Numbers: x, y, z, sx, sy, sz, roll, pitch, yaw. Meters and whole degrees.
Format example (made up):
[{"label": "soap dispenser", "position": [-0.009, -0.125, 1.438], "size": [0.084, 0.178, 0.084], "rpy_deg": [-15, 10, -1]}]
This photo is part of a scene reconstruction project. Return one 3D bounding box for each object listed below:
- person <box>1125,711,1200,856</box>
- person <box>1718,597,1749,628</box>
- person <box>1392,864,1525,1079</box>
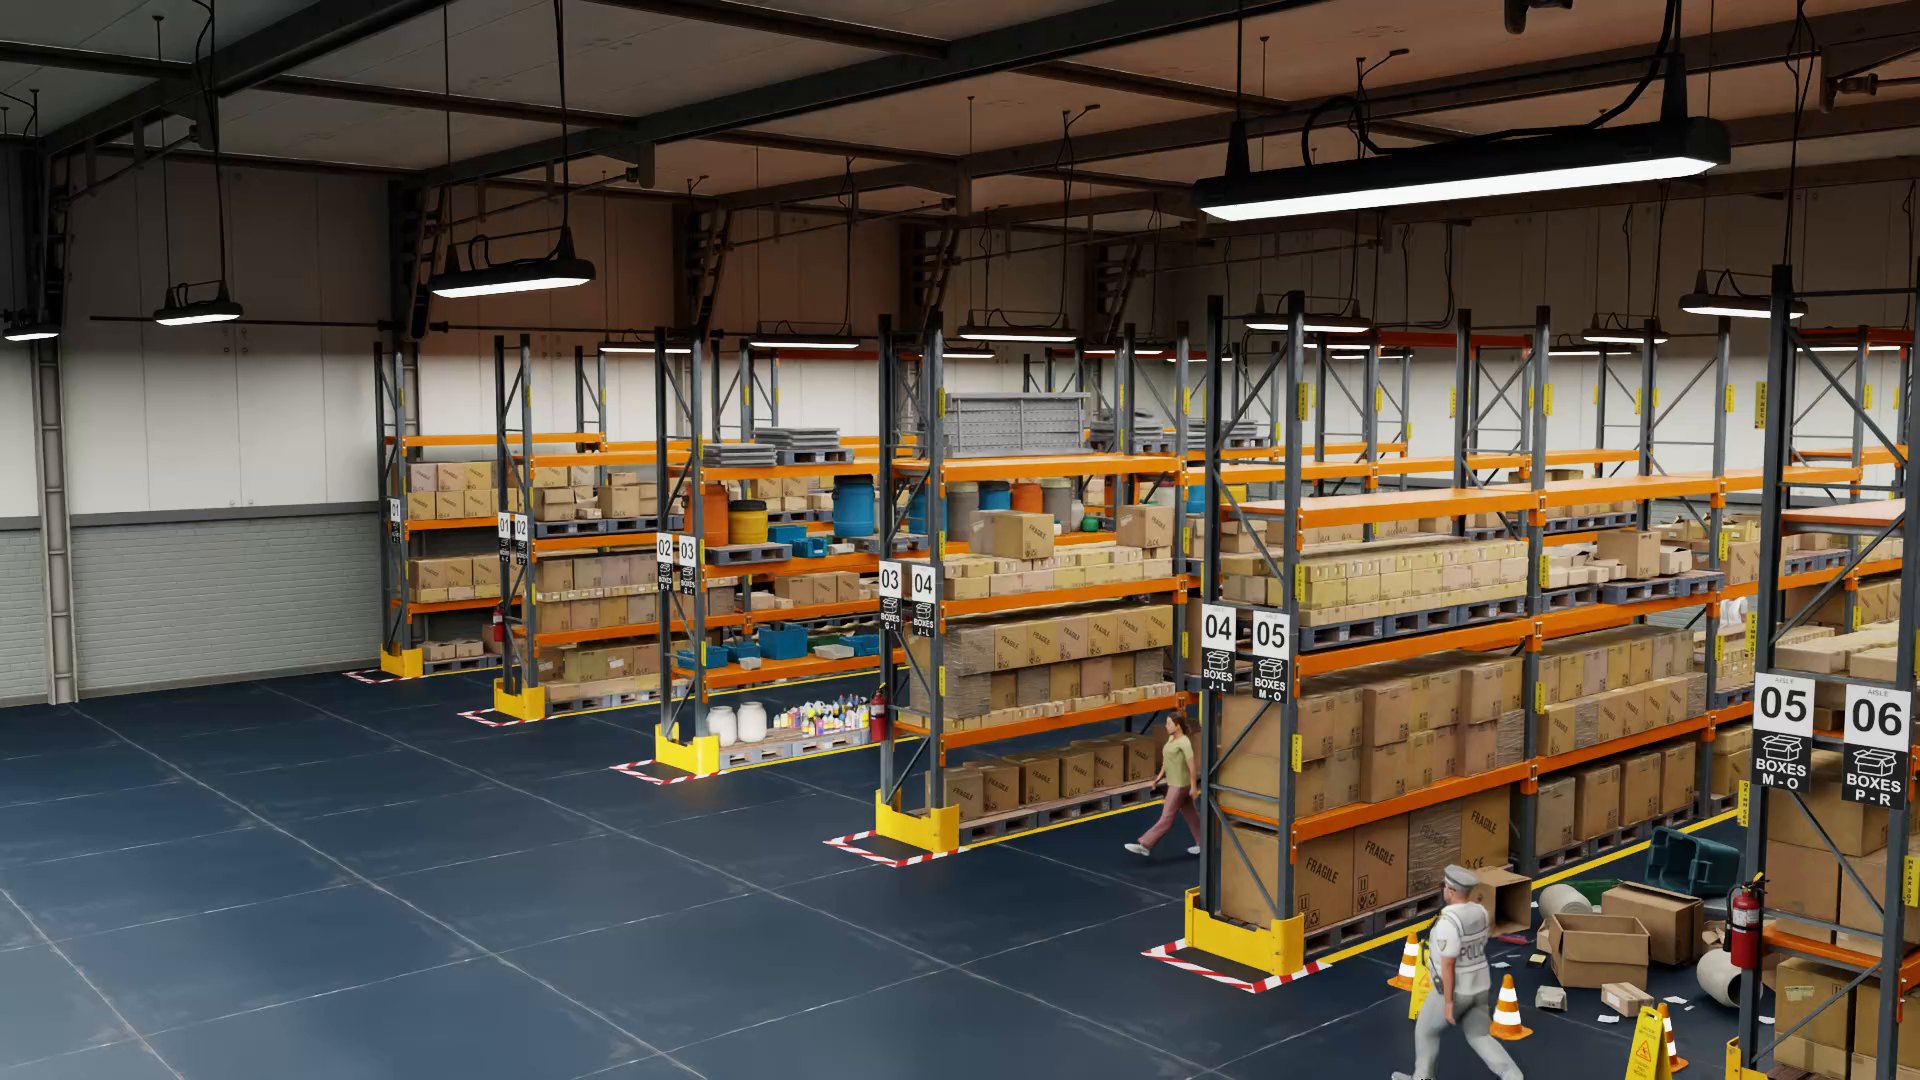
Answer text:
[{"label": "person", "position": [2.304, 2.802, 18.294], "size": [1.075, 1.361, 0.470], "rpy_deg": [-1, 5, -7]}, {"label": "person", "position": [13.672, 1.589, 29.526], "size": [1.087, 1.711, 0.561], "rpy_deg": [-5, 7, -45]}, {"label": "person", "position": [3.610, 3.207, 11.951], "size": [0.538, 1.727, 1.019], "rpy_deg": [-5, 7, -41]}]
